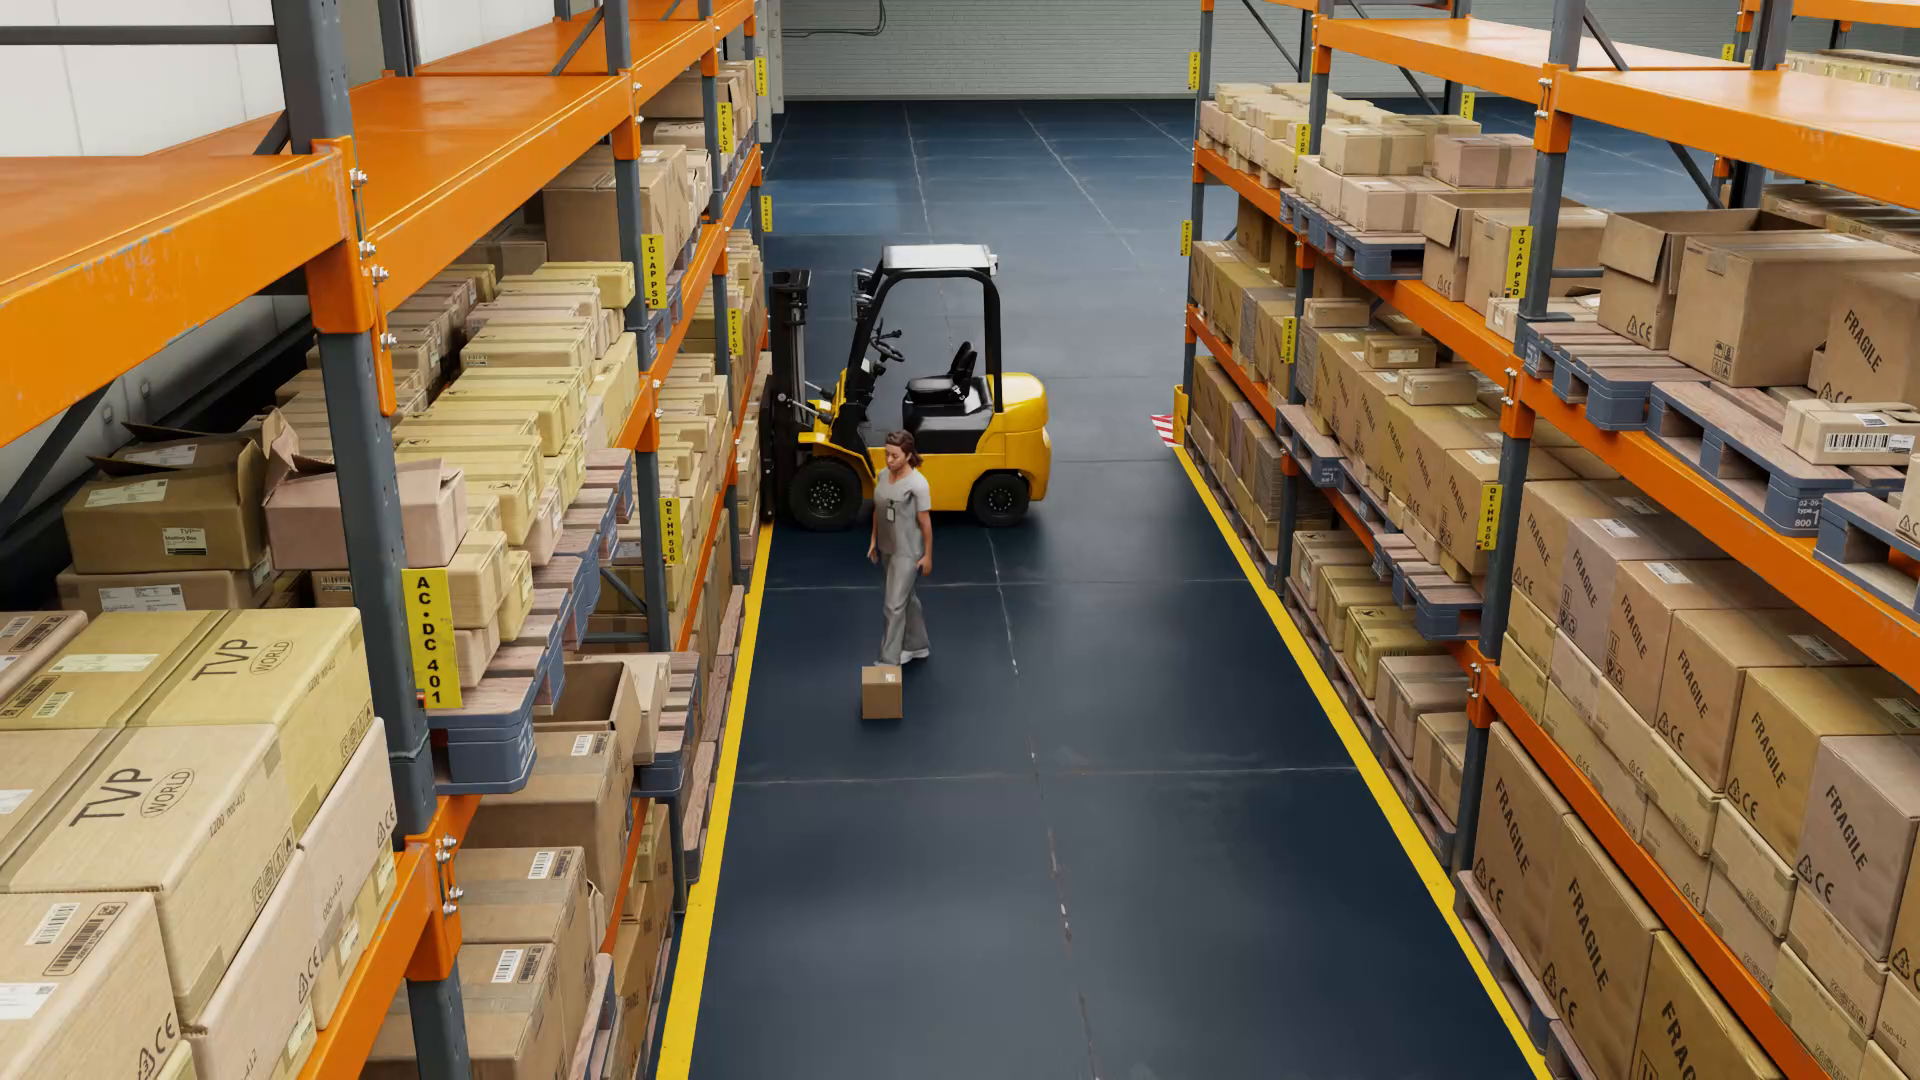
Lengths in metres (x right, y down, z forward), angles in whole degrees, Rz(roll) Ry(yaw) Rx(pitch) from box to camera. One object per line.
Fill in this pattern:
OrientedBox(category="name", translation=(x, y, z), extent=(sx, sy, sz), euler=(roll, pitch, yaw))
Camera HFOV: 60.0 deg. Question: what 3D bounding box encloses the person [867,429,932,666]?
OrientedBox(category="person", translation=(-0.456, 0.089, 10.817), extent=(0.659, 1.666, 0.465), euler=(-15, 25, -36))
